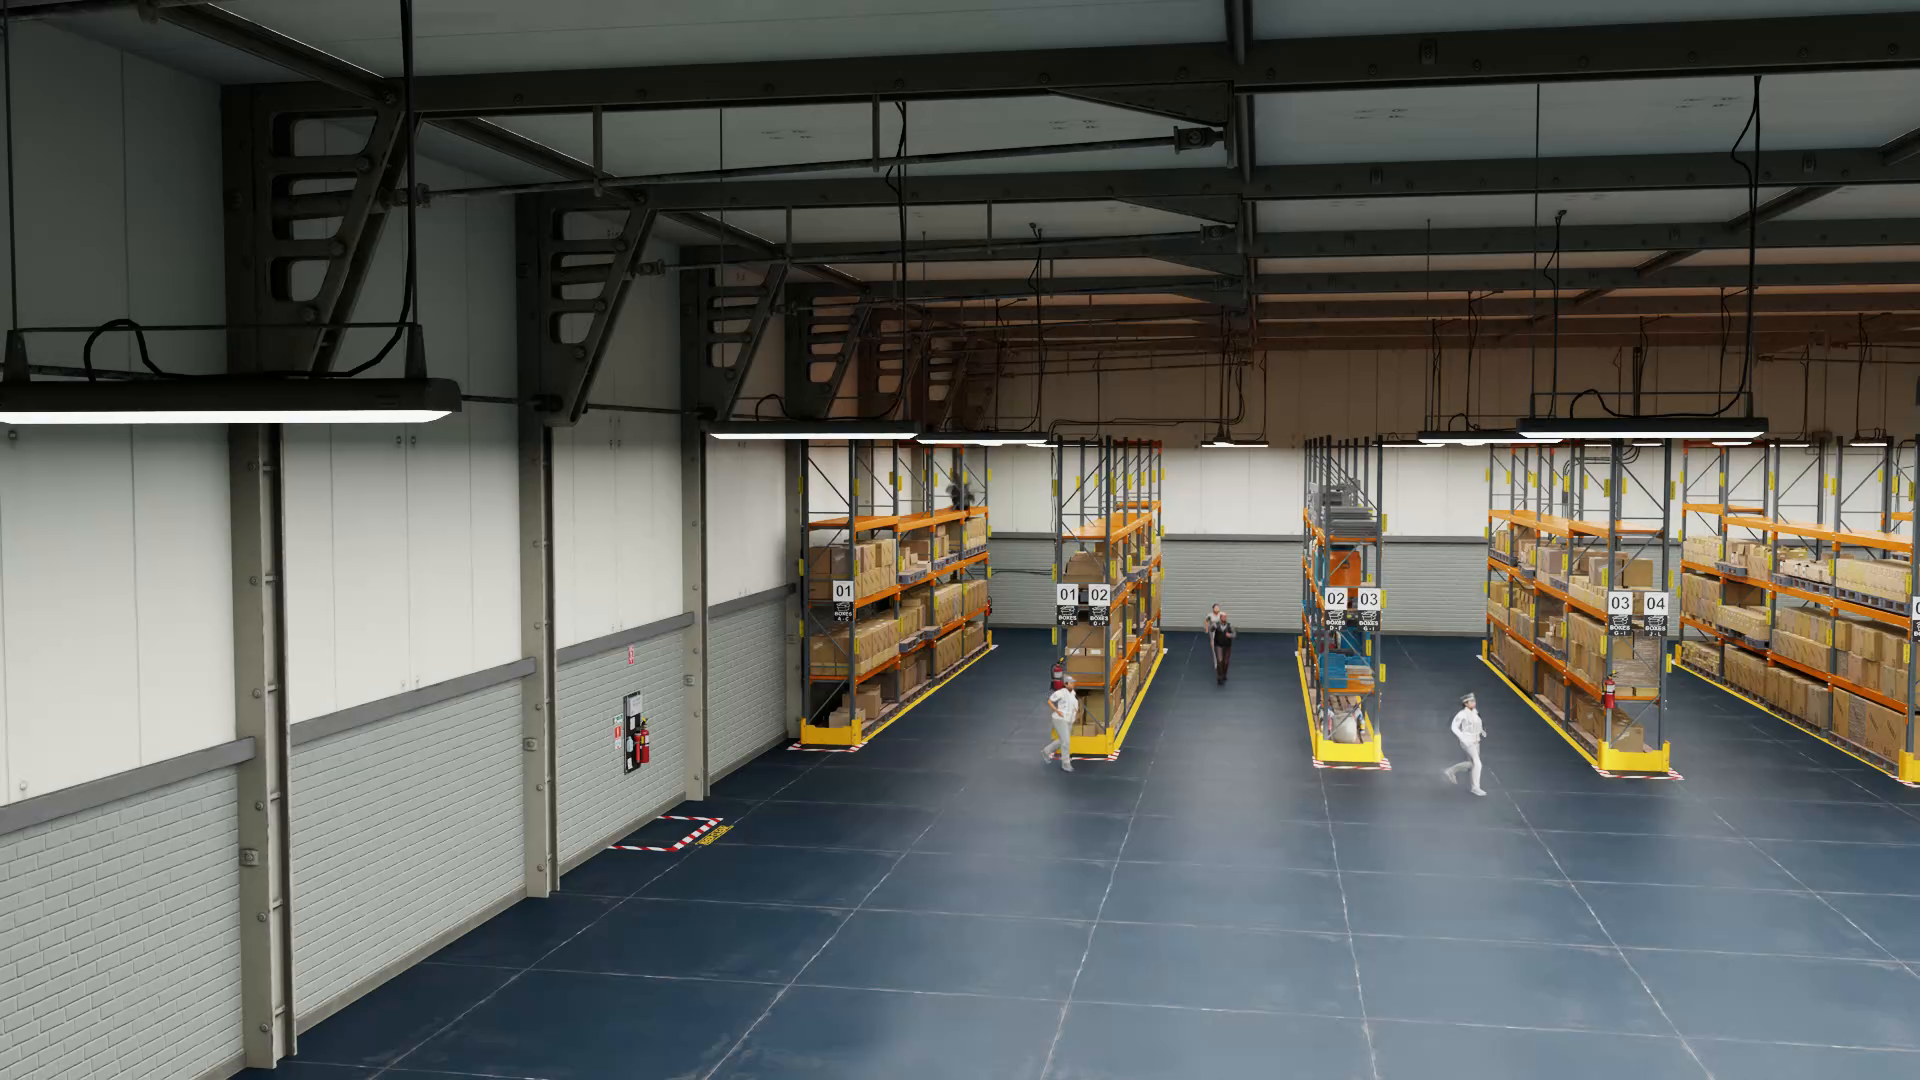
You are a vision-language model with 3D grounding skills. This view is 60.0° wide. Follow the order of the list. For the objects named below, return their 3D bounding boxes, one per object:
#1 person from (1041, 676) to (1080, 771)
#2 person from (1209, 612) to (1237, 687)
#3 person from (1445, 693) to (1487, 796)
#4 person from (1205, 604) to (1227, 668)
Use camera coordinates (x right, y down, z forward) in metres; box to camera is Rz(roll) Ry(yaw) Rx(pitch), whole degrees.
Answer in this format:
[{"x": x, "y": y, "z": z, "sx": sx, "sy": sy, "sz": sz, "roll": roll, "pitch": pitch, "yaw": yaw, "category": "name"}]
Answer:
[{"x": 1.881, "y": 3.297, "z": 30.113, "sx": 0.850, "sy": 1.670, "sz": 0.634, "roll": 3, "pitch": 4, "yaw": 44, "category": "person"}, {"x": 6.428, "y": 2.654, "z": 40.655, "sx": 0.633, "sy": 1.771, "sz": 0.825, "roll": 0, "pitch": 3, "yaw": -1, "category": "person"}, {"x": 8.484, "y": 3.389, "z": 27.821, "sx": 0.611, "sy": 1.691, "sz": 0.757, "roll": -3, "pitch": 4, "yaw": -43, "category": "person"}, {"x": 6.745, "y": 2.496, "z": 43.790, "sx": 0.565, "sy": 1.652, "sz": 0.951, "roll": 0, "pitch": 3, "yaw": 2, "category": "person"}]
